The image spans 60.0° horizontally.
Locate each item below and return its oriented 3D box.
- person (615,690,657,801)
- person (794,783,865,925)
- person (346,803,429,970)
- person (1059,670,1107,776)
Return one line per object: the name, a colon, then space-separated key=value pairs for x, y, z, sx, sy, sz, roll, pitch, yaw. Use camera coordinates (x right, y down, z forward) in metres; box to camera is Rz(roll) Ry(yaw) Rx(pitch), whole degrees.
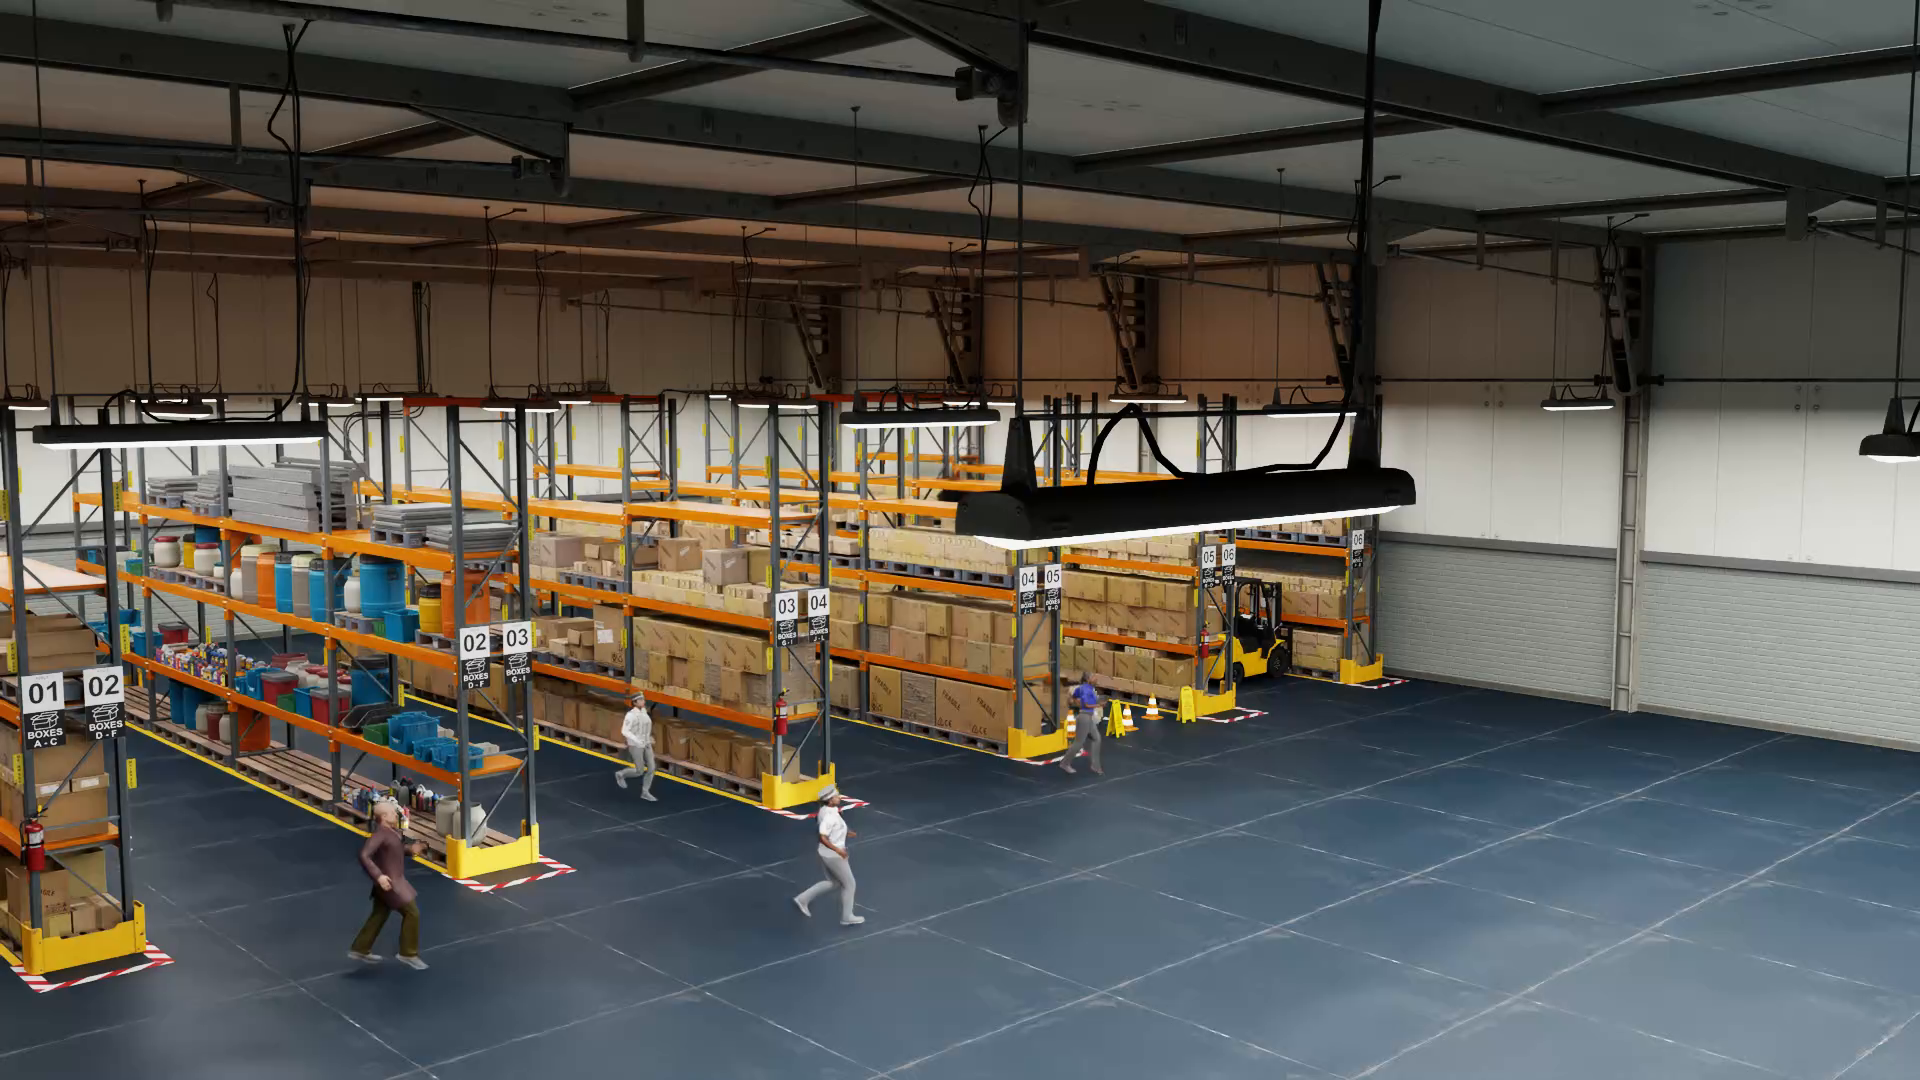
person: x=-4.877 y=3.086 z=25.114 sx=0.721 sy=1.667 sz=0.619 roll=3 pitch=6 yaw=28
person: x=-1.508 y=3.639 z=19.230 sx=0.815 sy=1.666 sz=0.588 roll=-2 pitch=6 yaw=-15
person: x=-6.139 y=3.769 z=17.815 sx=0.862 sy=1.759 sz=0.675 roll=-2 pitch=6 yaw=-22
person: x=1.978 y=2.941 z=26.663 sx=0.761 sy=1.713 sz=0.579 roll=1 pitch=6 yaw=6
